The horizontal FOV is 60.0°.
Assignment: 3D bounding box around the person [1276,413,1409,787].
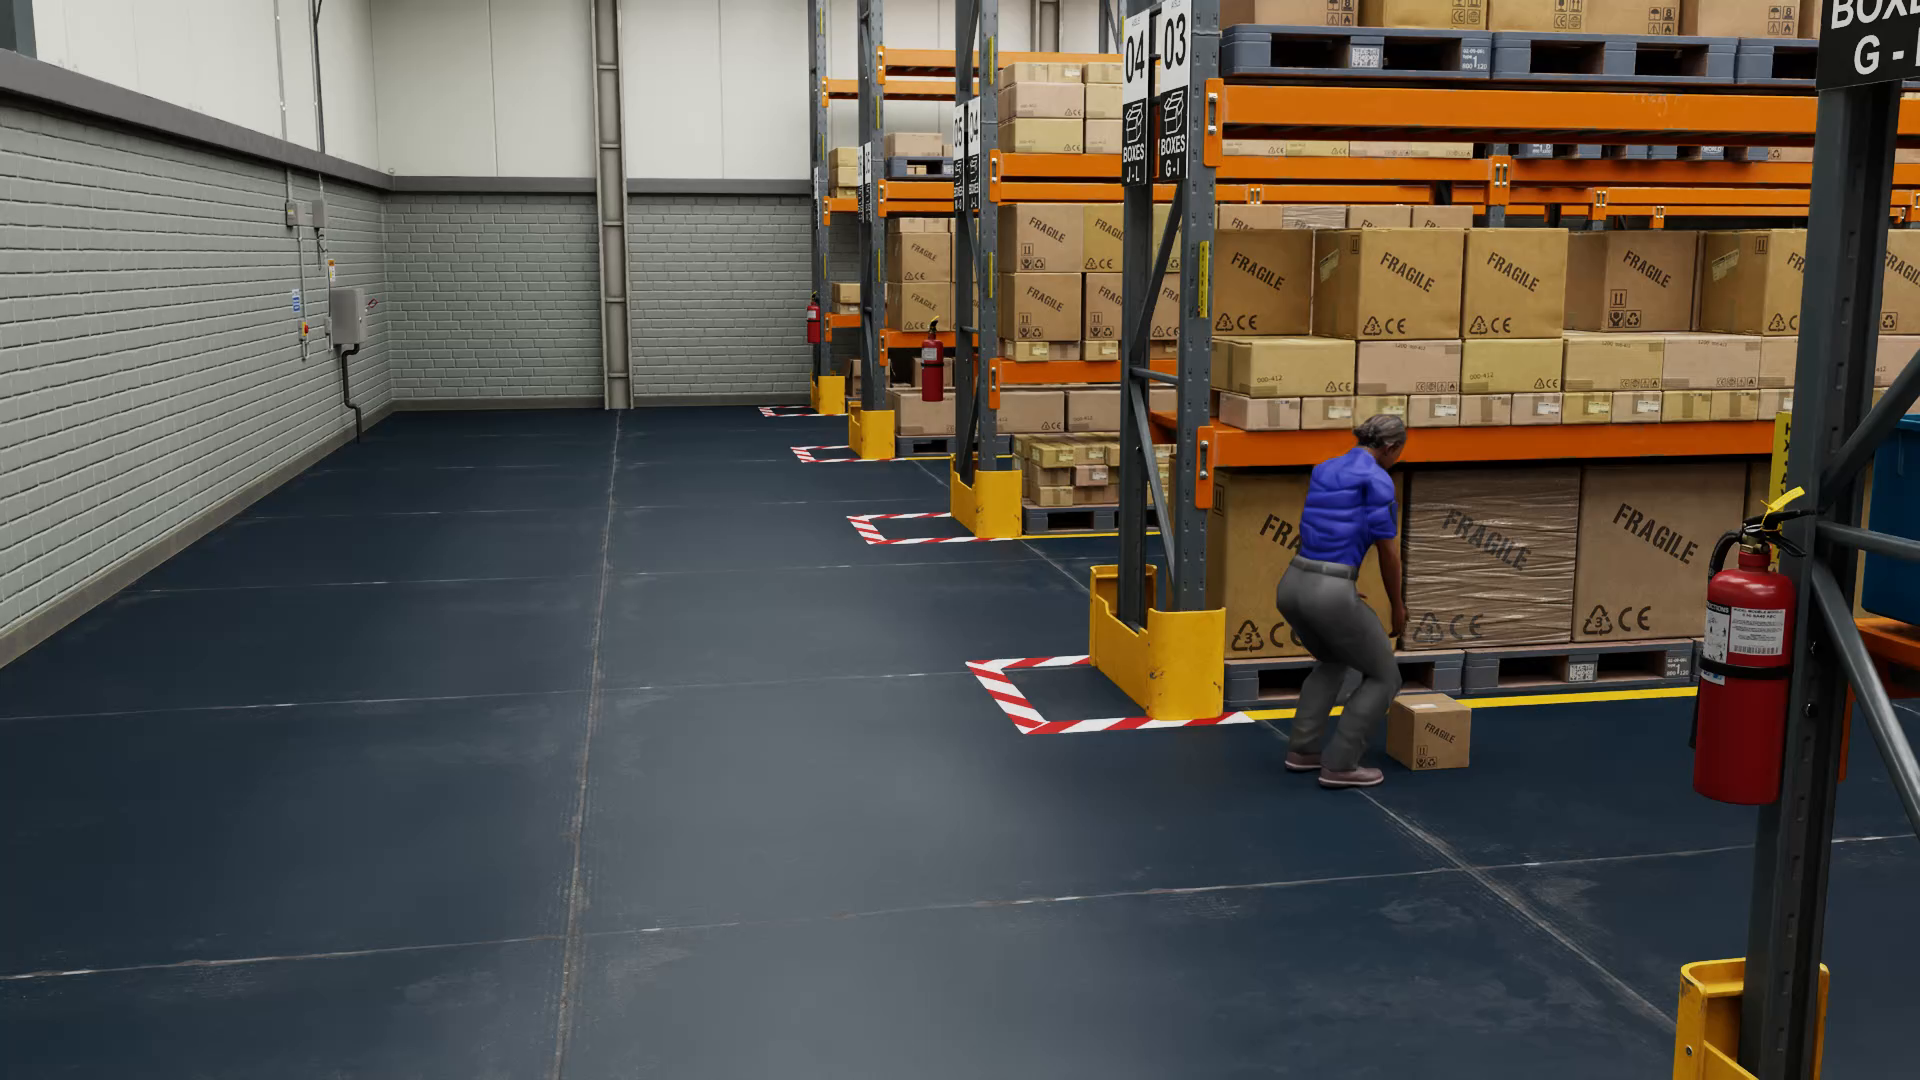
[{"bbox_3d":[1.526,0.233,6.661,0.556,1.465,0.490,-4,11,-24],"label":"person"}]
